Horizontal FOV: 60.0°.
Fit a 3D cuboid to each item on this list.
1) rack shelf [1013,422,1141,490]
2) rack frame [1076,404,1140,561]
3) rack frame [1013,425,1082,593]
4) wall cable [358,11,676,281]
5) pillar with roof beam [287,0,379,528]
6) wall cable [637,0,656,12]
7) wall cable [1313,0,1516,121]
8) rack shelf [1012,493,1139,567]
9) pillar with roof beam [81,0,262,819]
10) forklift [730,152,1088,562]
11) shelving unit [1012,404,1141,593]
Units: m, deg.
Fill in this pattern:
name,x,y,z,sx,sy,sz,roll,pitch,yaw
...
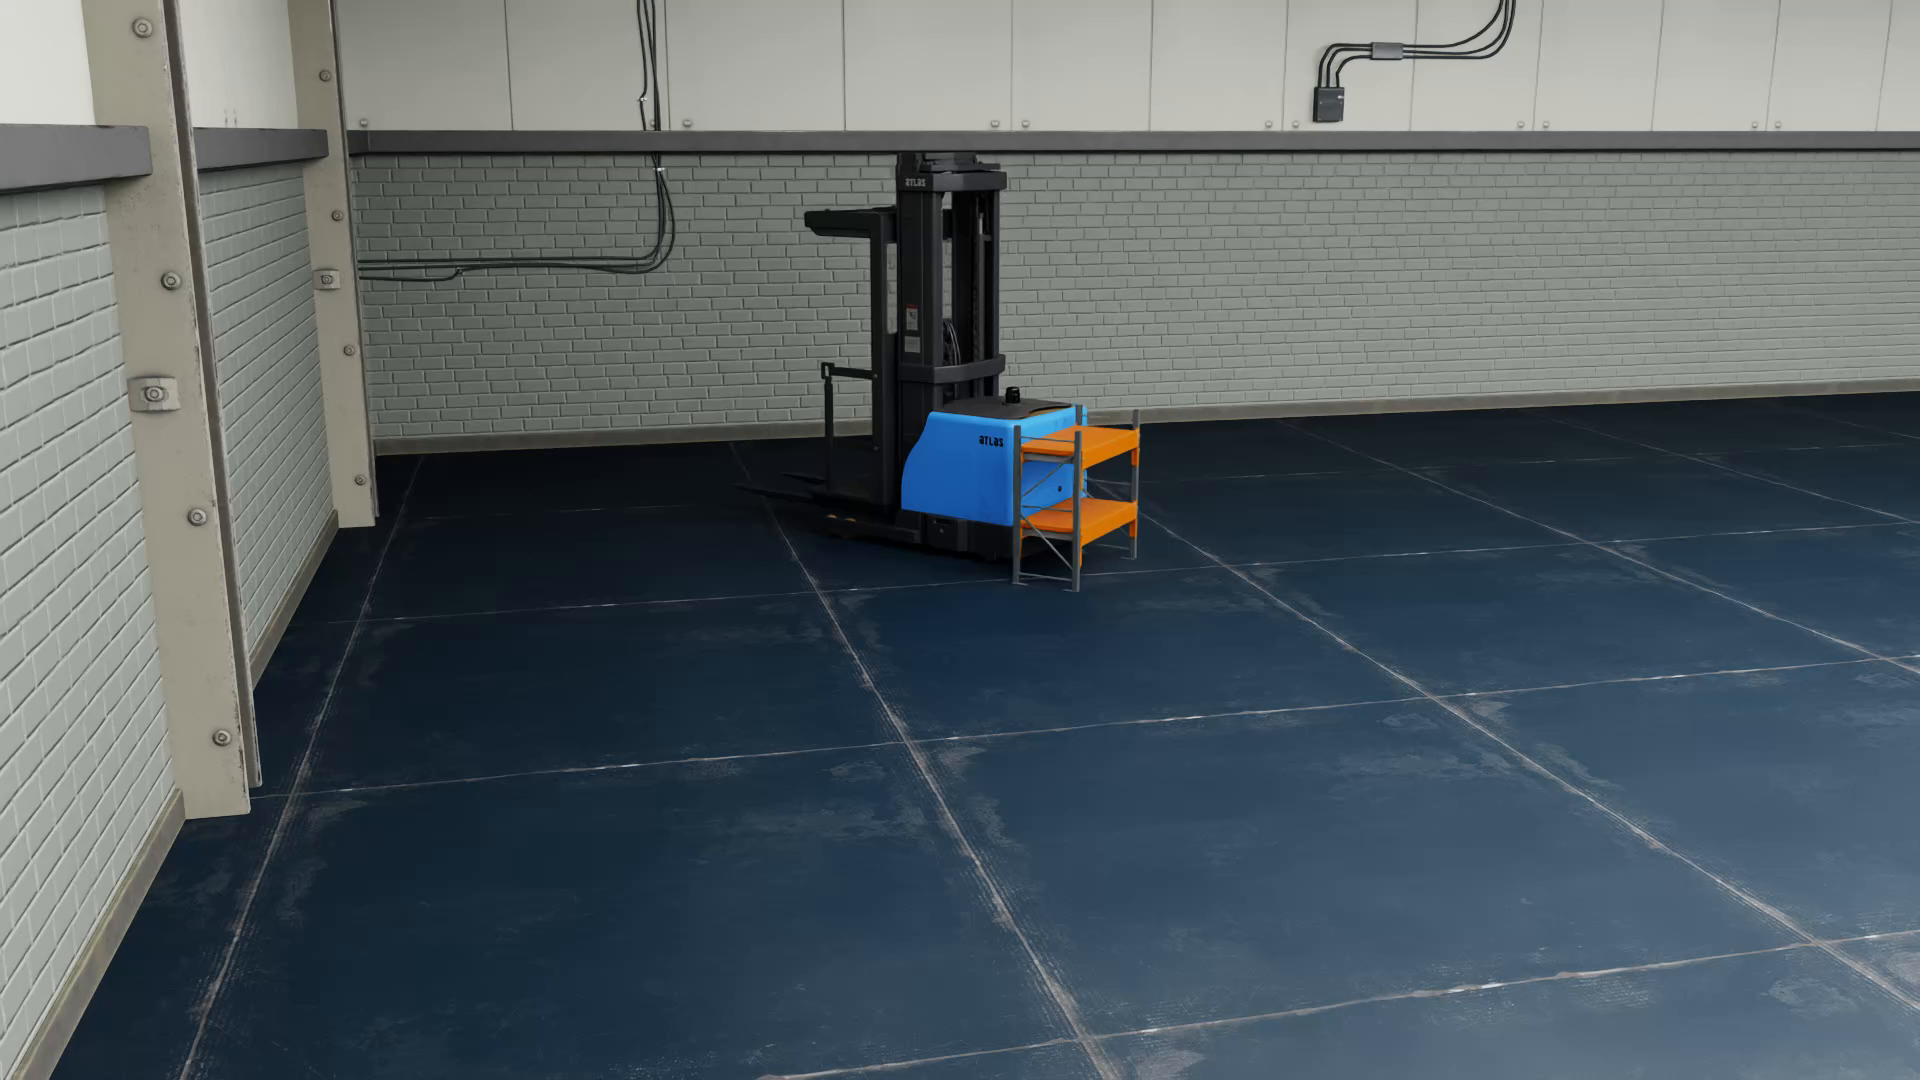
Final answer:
name,x,y,z,sx,sy,sz,roll,pitch,yaw
rack shelf,0.839,-0.604,11.795,0.538,0.278,1.000,7,16,28
rack frame,1.081,-0.426,12.299,0.500,1.125,0.032,7,16,28
rack frame,0.596,-0.213,11.431,0.500,1.125,0.032,7,16,28
wall cable,-4.316,-3.766,15.925,3.097,2.526,0.112,-3,14,-13
pillar with roof beam,-0.725,-4.761,13.455,9.100,9.000,0.400,-3,14,-13
wall cable,-1.687,-6.370,15.943,3.097,2.526,0.112,-3,14,-13
wall cable,4.915,-7.452,17.304,2.305,6.003,0.169,-3,14,-13
rack shelf,0.839,-0.082,11.923,0.538,0.278,1.000,7,16,28
pillar with roof beam,0.684,-3.377,7.789,9.100,9.000,0.400,-3,14,-13
forklift,-0.507,-1.519,12.970,3.031,2.935,1.130,10,17,35
shelving unit,0.839,-0.319,11.865,0.538,1.125,1.048,7,16,28
